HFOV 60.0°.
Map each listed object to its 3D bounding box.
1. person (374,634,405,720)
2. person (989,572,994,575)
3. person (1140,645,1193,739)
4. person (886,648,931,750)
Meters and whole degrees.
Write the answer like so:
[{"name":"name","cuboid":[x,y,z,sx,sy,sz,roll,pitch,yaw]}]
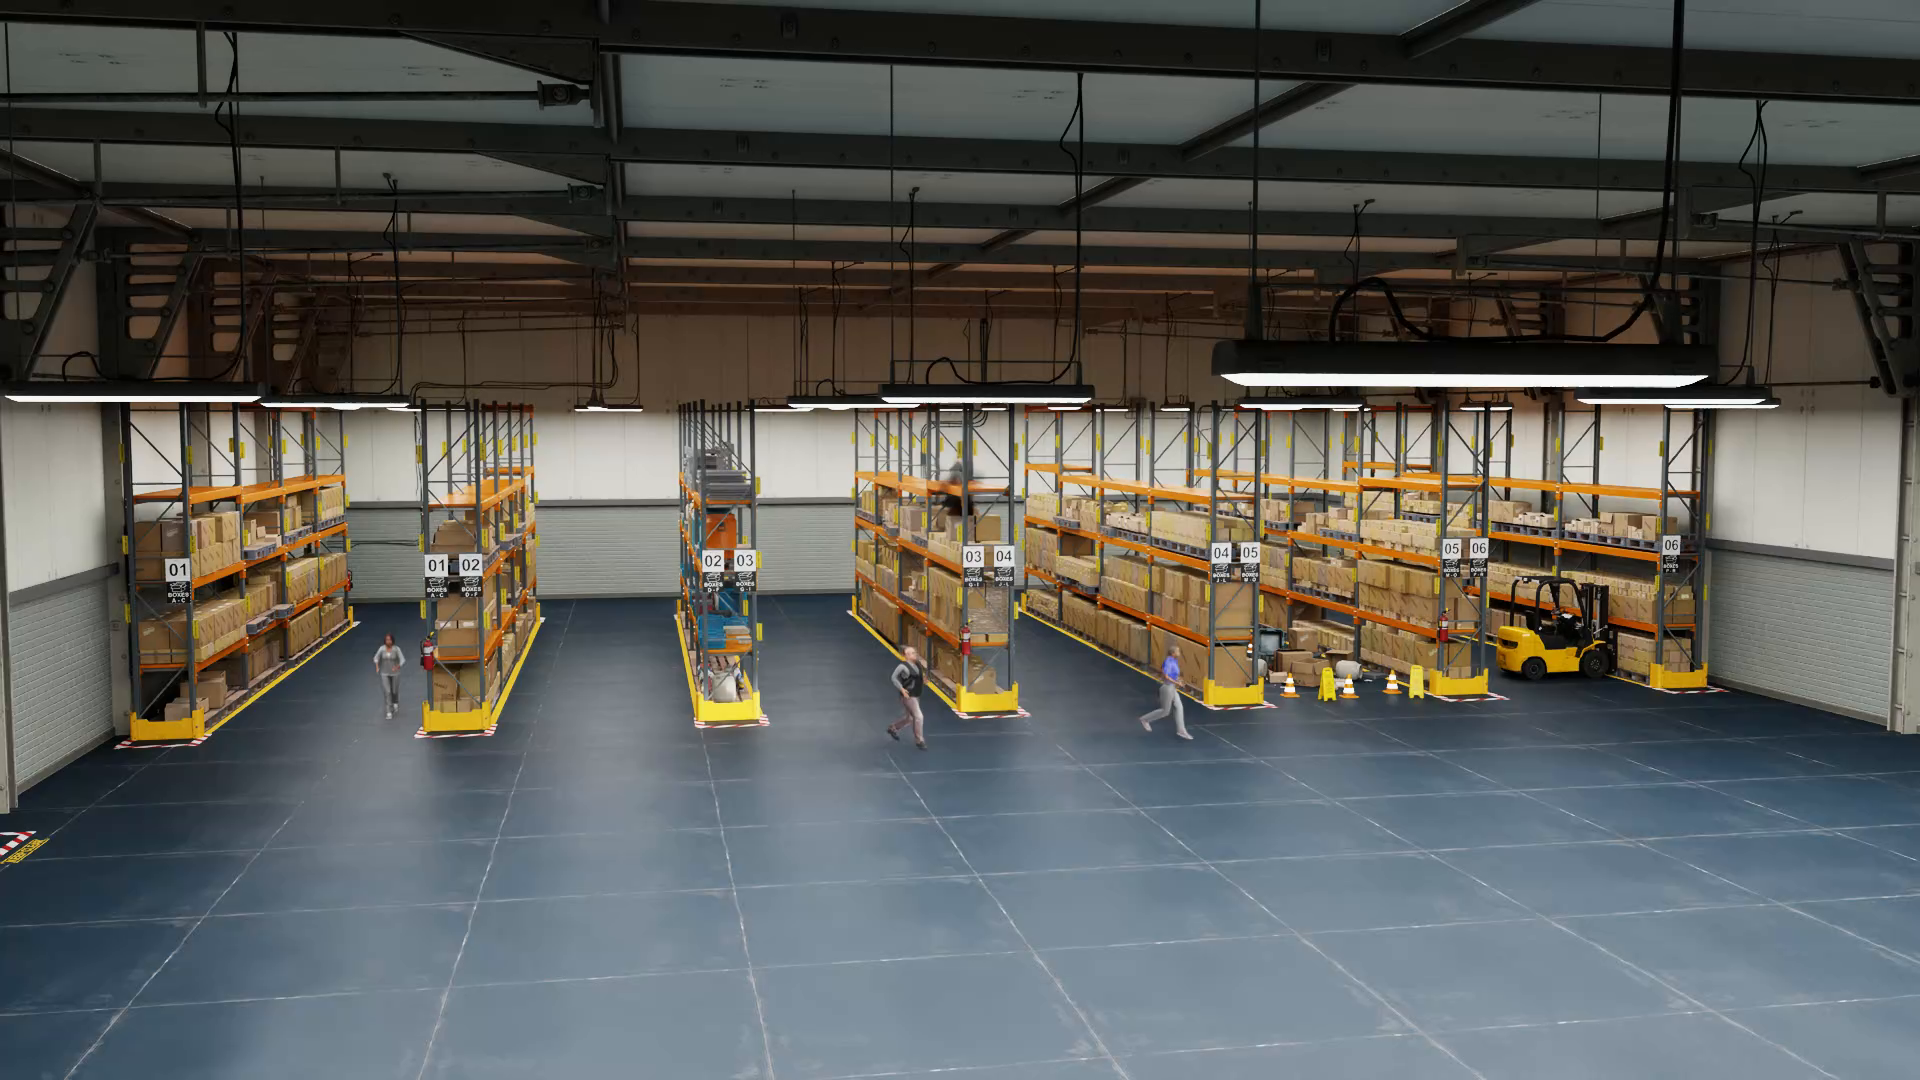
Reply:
[{"name":"person","cuboid":[-10.780,2.558,31.424,0.558,1.586,0.739,-1,4,-16]},{"name":"person","cuboid":[0.855,1.335,47.227,0.616,1.756,0.745,0,4,-4]},{"name":"person","cuboid":[3.671,2.686,29.474,0.953,1.653,0.600,1,4,16]},{"name":"person","cuboid":[-0.866,2.709,28.598,0.890,1.732,0.648,2,5,26]}]
